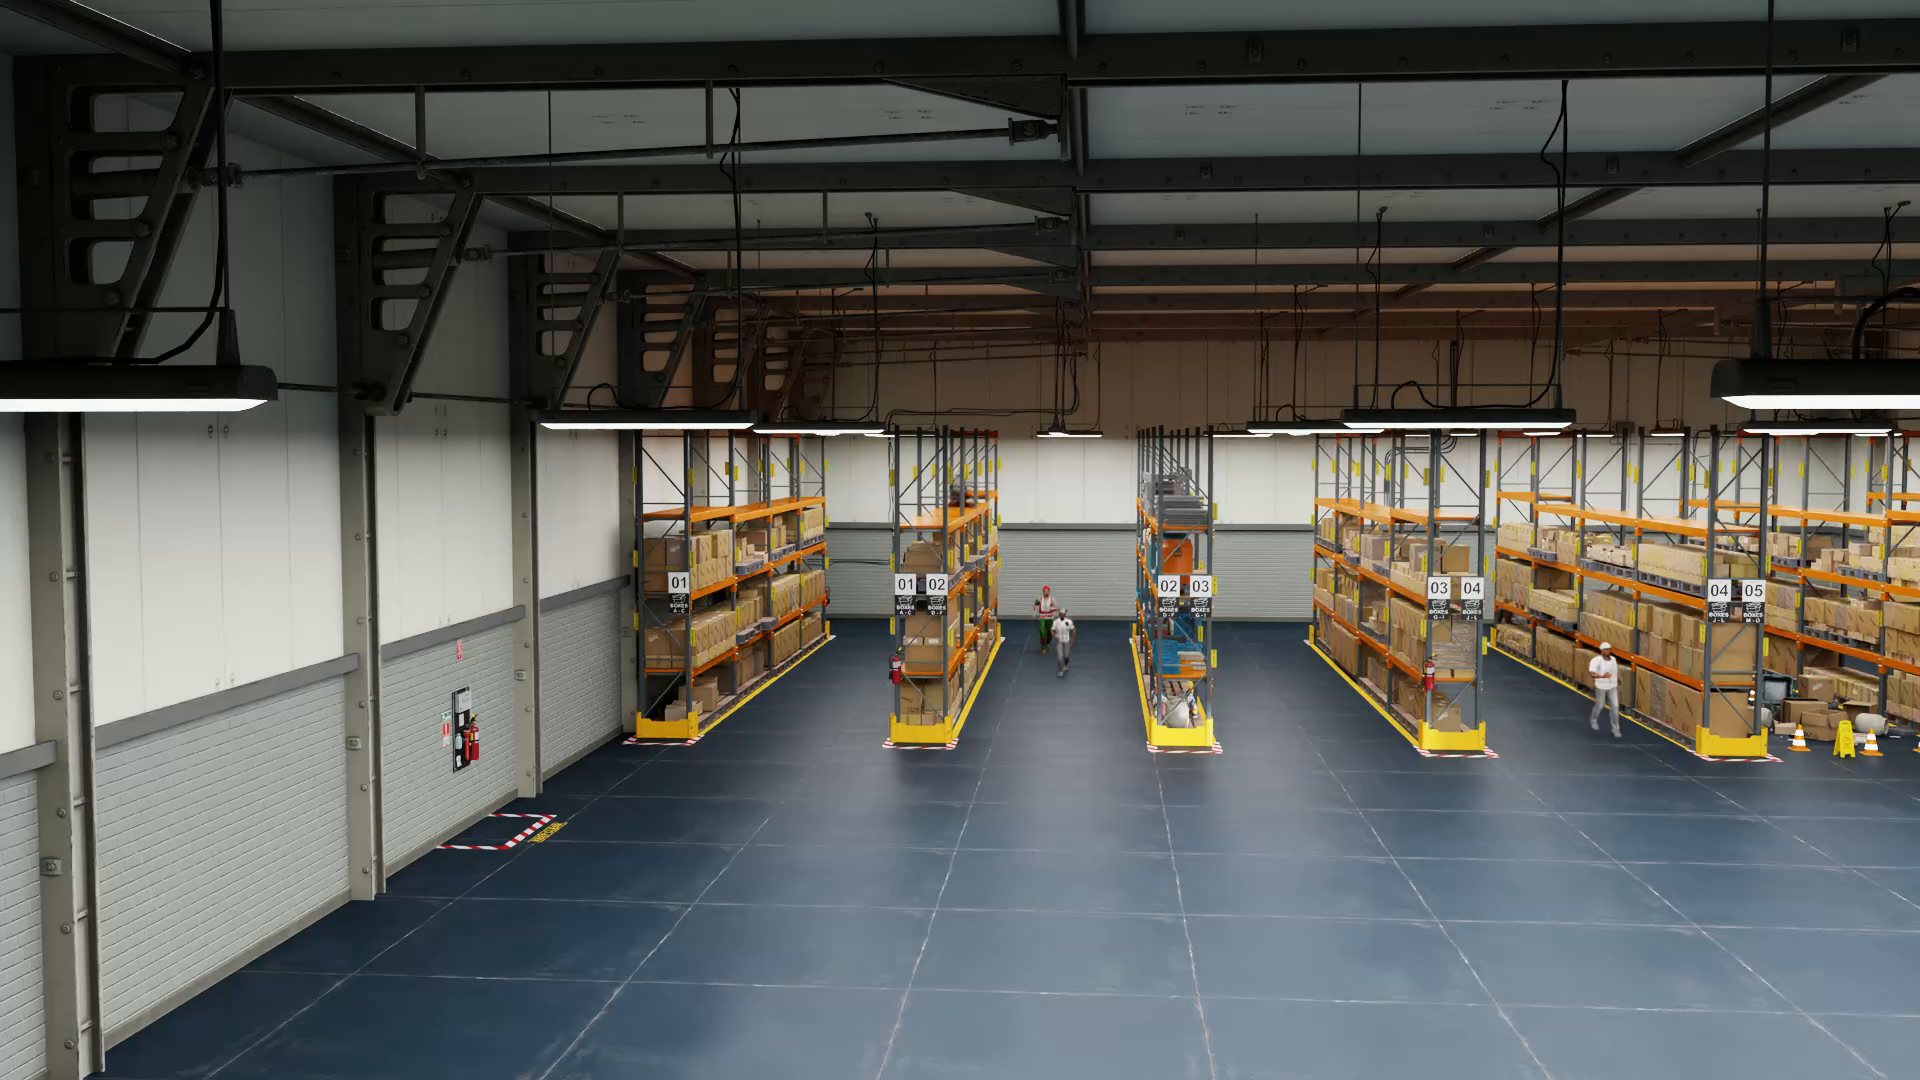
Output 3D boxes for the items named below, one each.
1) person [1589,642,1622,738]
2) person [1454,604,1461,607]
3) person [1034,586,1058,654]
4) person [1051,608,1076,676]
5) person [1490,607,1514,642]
[{"bbox_3d":[12.518,2.876,32.255,0.689,1.796,0.928,0,3,-6],"label":"person"},{"bbox_3d":[13.733,2.094,45.978,0.662,1.781,0.788,2,4,30],"label":"person"},{"bbox_3d":[2.302,2.122,44.523,0.660,1.784,0.957,0,3,1],"label":"person"},{"bbox_3d":[2.508,2.470,40.424,0.608,1.654,0.557,0,3,2],"label":"person"},{"bbox_3d":[15.466,2.002,47.118,0.838,1.821,0.682,0,3,-6],"label":"person"}]
